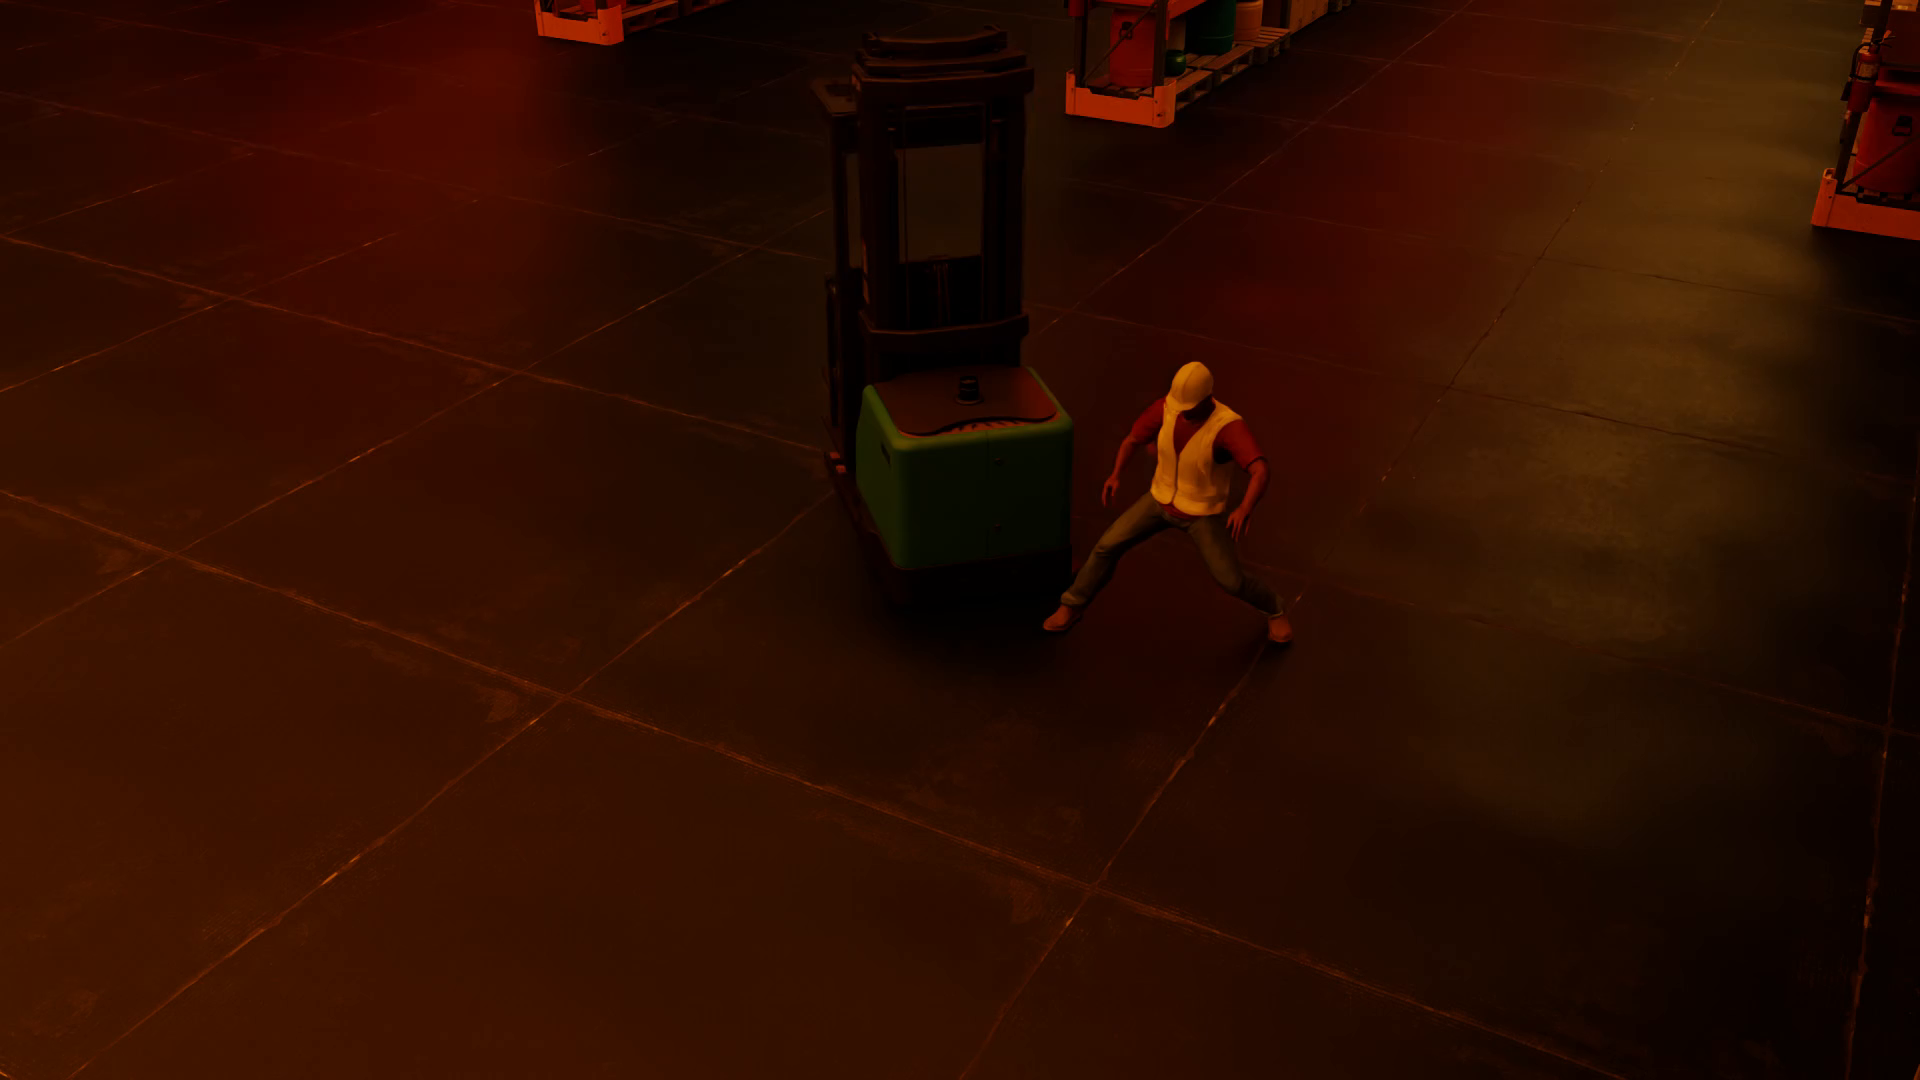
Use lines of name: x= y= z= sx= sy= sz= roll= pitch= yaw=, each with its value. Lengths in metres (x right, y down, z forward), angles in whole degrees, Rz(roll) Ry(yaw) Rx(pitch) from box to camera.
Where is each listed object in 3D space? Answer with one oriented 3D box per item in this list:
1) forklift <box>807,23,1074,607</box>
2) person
forklift: x=-0.248 y=-1.624 z=9.884 sx=1.130 sy=2.935 sz=3.031 roll=-8 pitch=31 yaw=-13
person: x=1.166 y=-0.174 z=8.747 sx=1.123 sy=1.572 sz=1.003 roll=22 pitch=37 yaw=33
